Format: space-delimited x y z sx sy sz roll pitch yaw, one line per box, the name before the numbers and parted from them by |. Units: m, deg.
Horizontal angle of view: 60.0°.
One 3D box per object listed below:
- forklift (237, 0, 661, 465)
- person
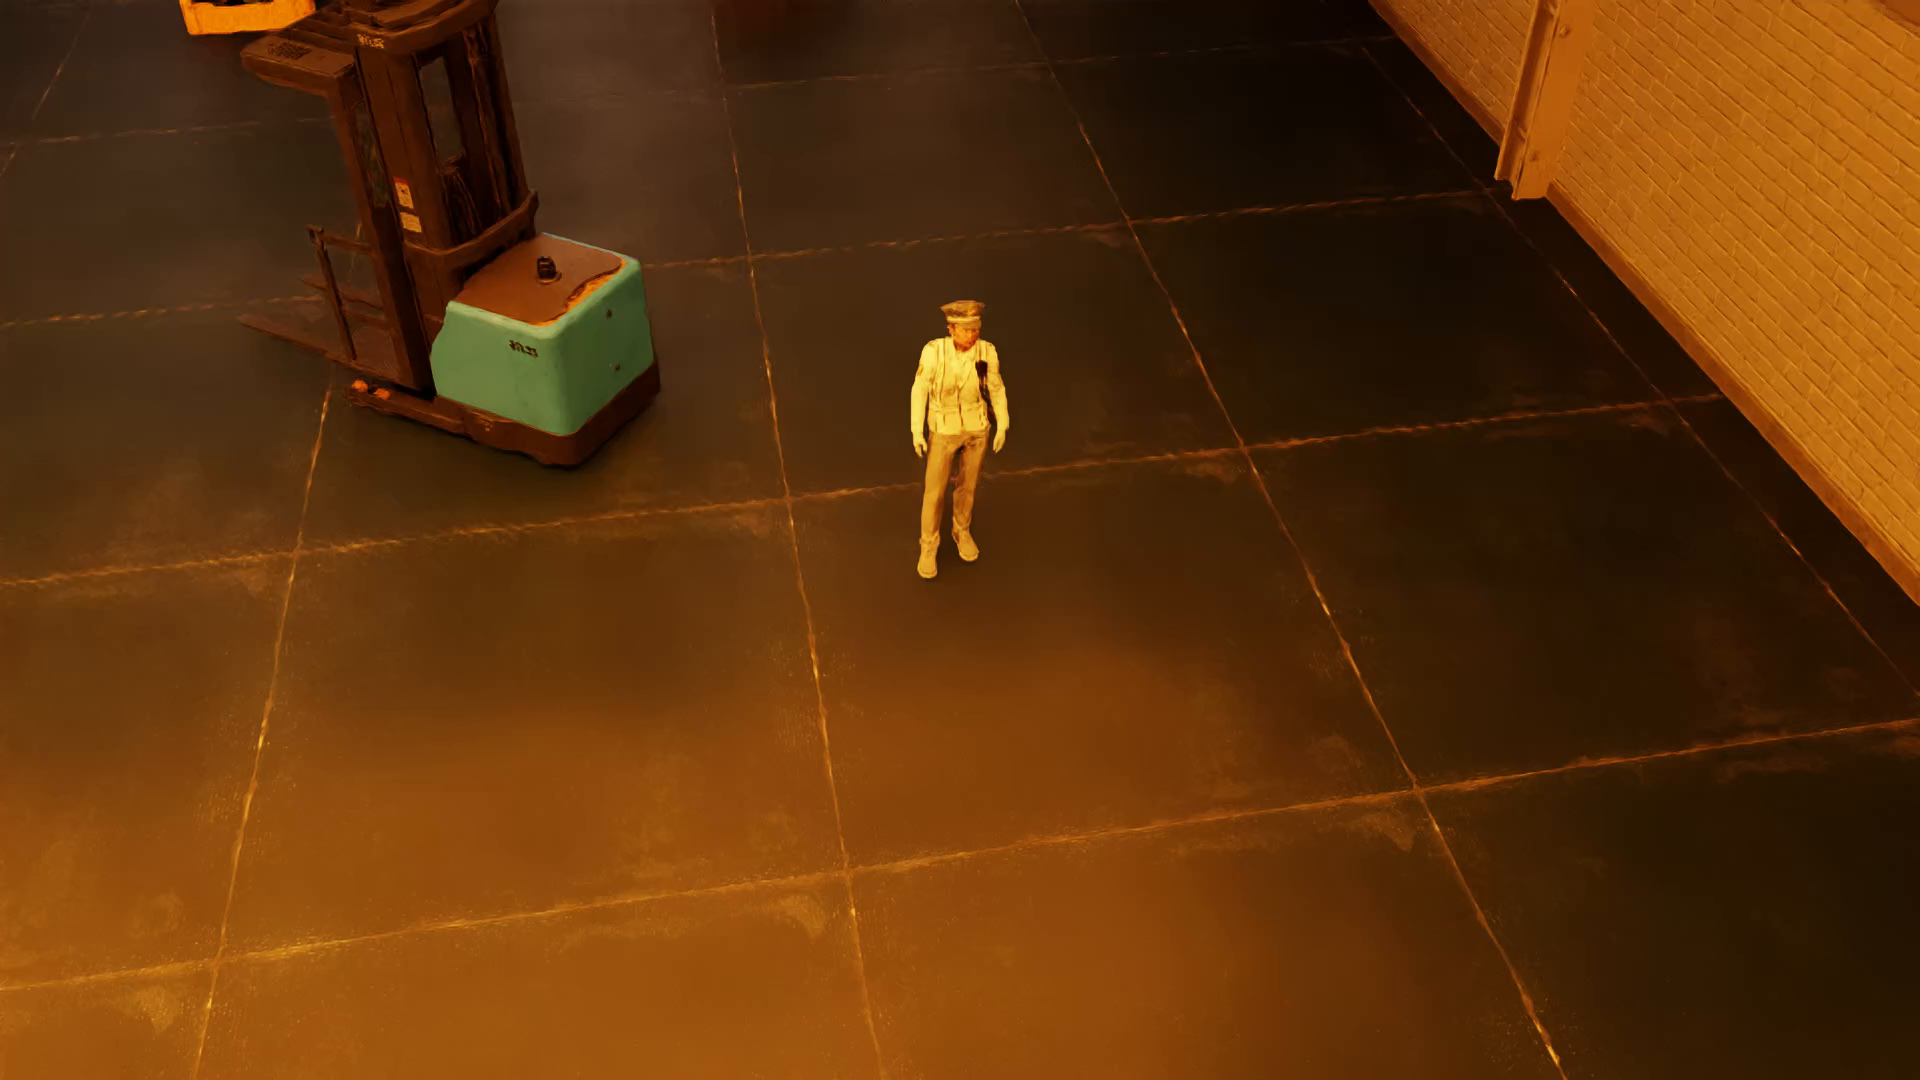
forklift | -3.590 -2.259 10.615 3.031 2.935 1.130 18 44 20
person | 0.005 -0.606 9.616 0.586 1.692 0.532 -7 41 -8
